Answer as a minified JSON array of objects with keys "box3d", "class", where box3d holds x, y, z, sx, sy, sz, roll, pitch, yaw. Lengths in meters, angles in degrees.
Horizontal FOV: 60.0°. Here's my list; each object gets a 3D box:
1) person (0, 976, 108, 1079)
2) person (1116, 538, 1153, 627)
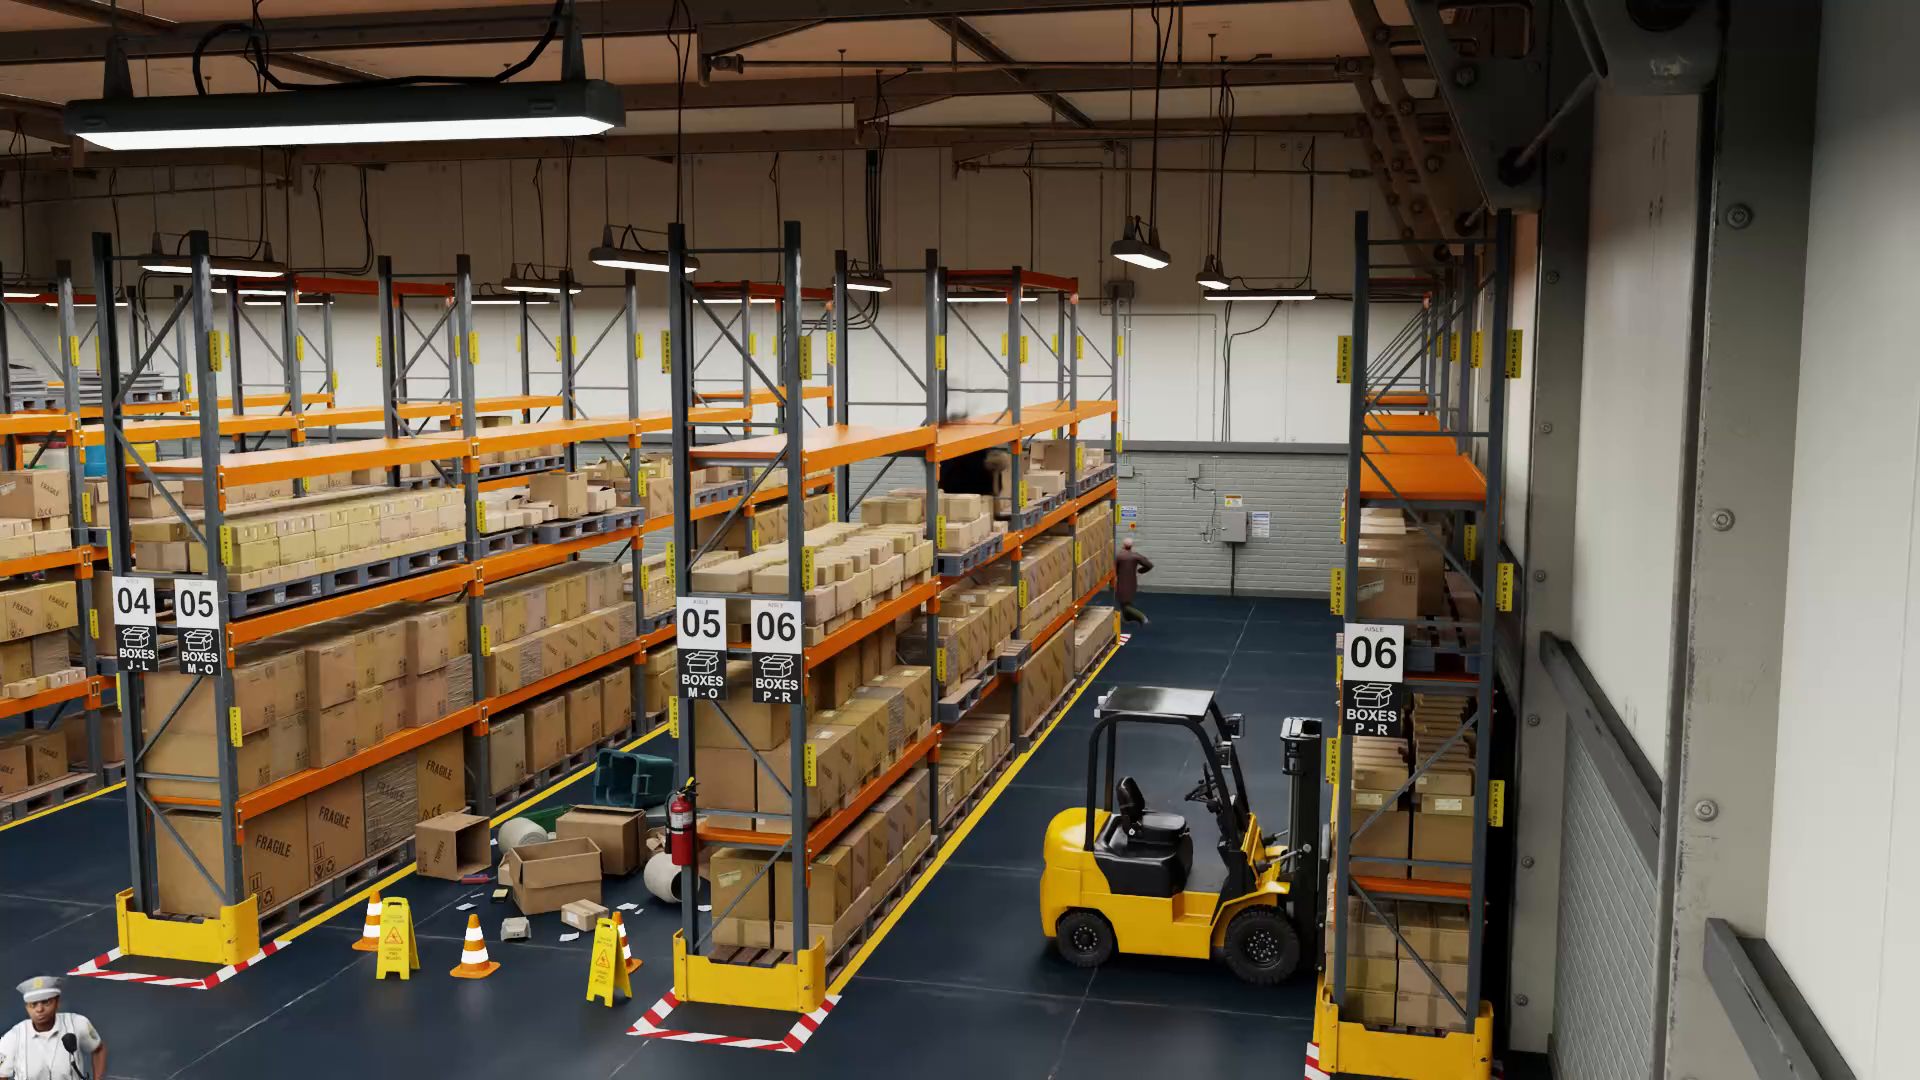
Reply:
[{"box3d":[-5.097,3.220,9.348,0.586,1.695,0.757,-4,8,-33],"class":"person"},{"box3d":[2.944,0.761,29.501,0.764,1.618,1.113,-4,8,-30],"class":"person"}]
